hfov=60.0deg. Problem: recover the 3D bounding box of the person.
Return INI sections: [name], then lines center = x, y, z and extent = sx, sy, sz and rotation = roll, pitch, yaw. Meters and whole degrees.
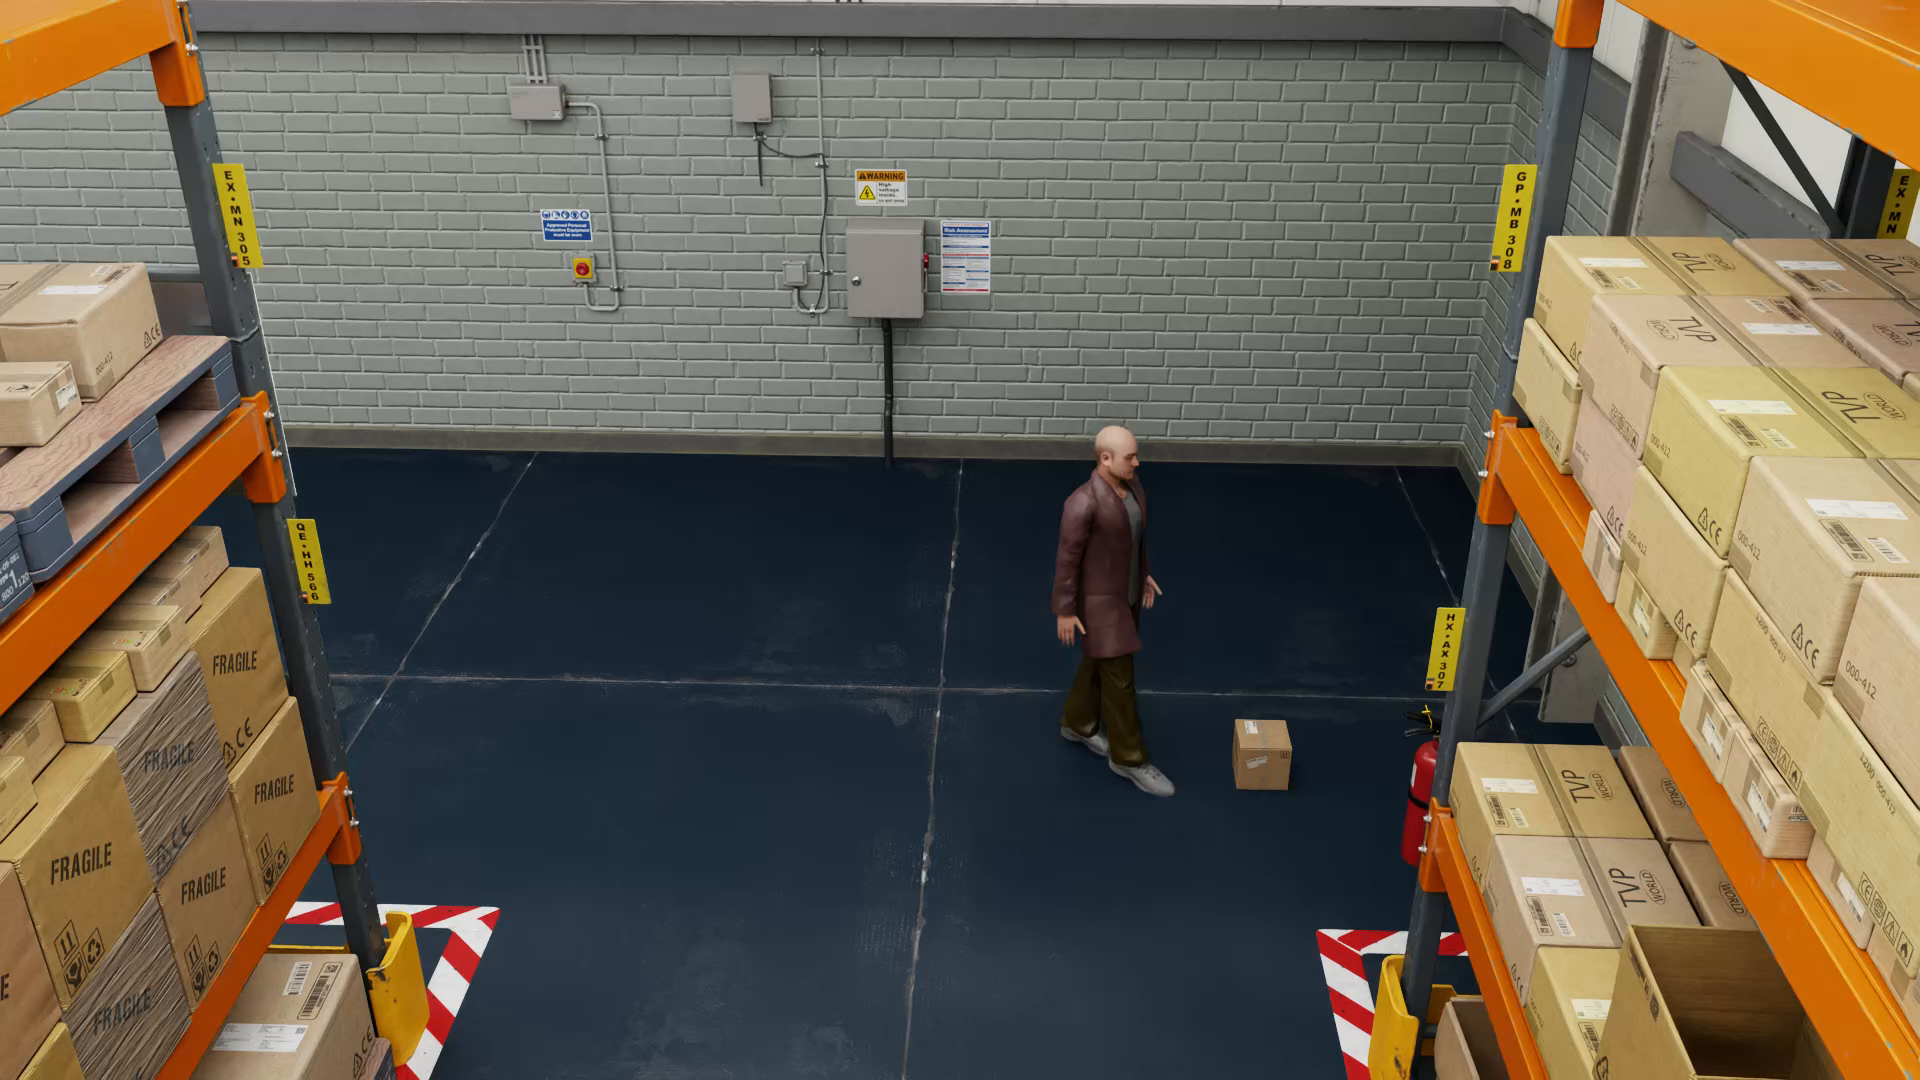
[person]
center = 0.834, 0.317, 8.042
extent = 0.737, 1.784, 0.665
rotation = 18, 32, 30
